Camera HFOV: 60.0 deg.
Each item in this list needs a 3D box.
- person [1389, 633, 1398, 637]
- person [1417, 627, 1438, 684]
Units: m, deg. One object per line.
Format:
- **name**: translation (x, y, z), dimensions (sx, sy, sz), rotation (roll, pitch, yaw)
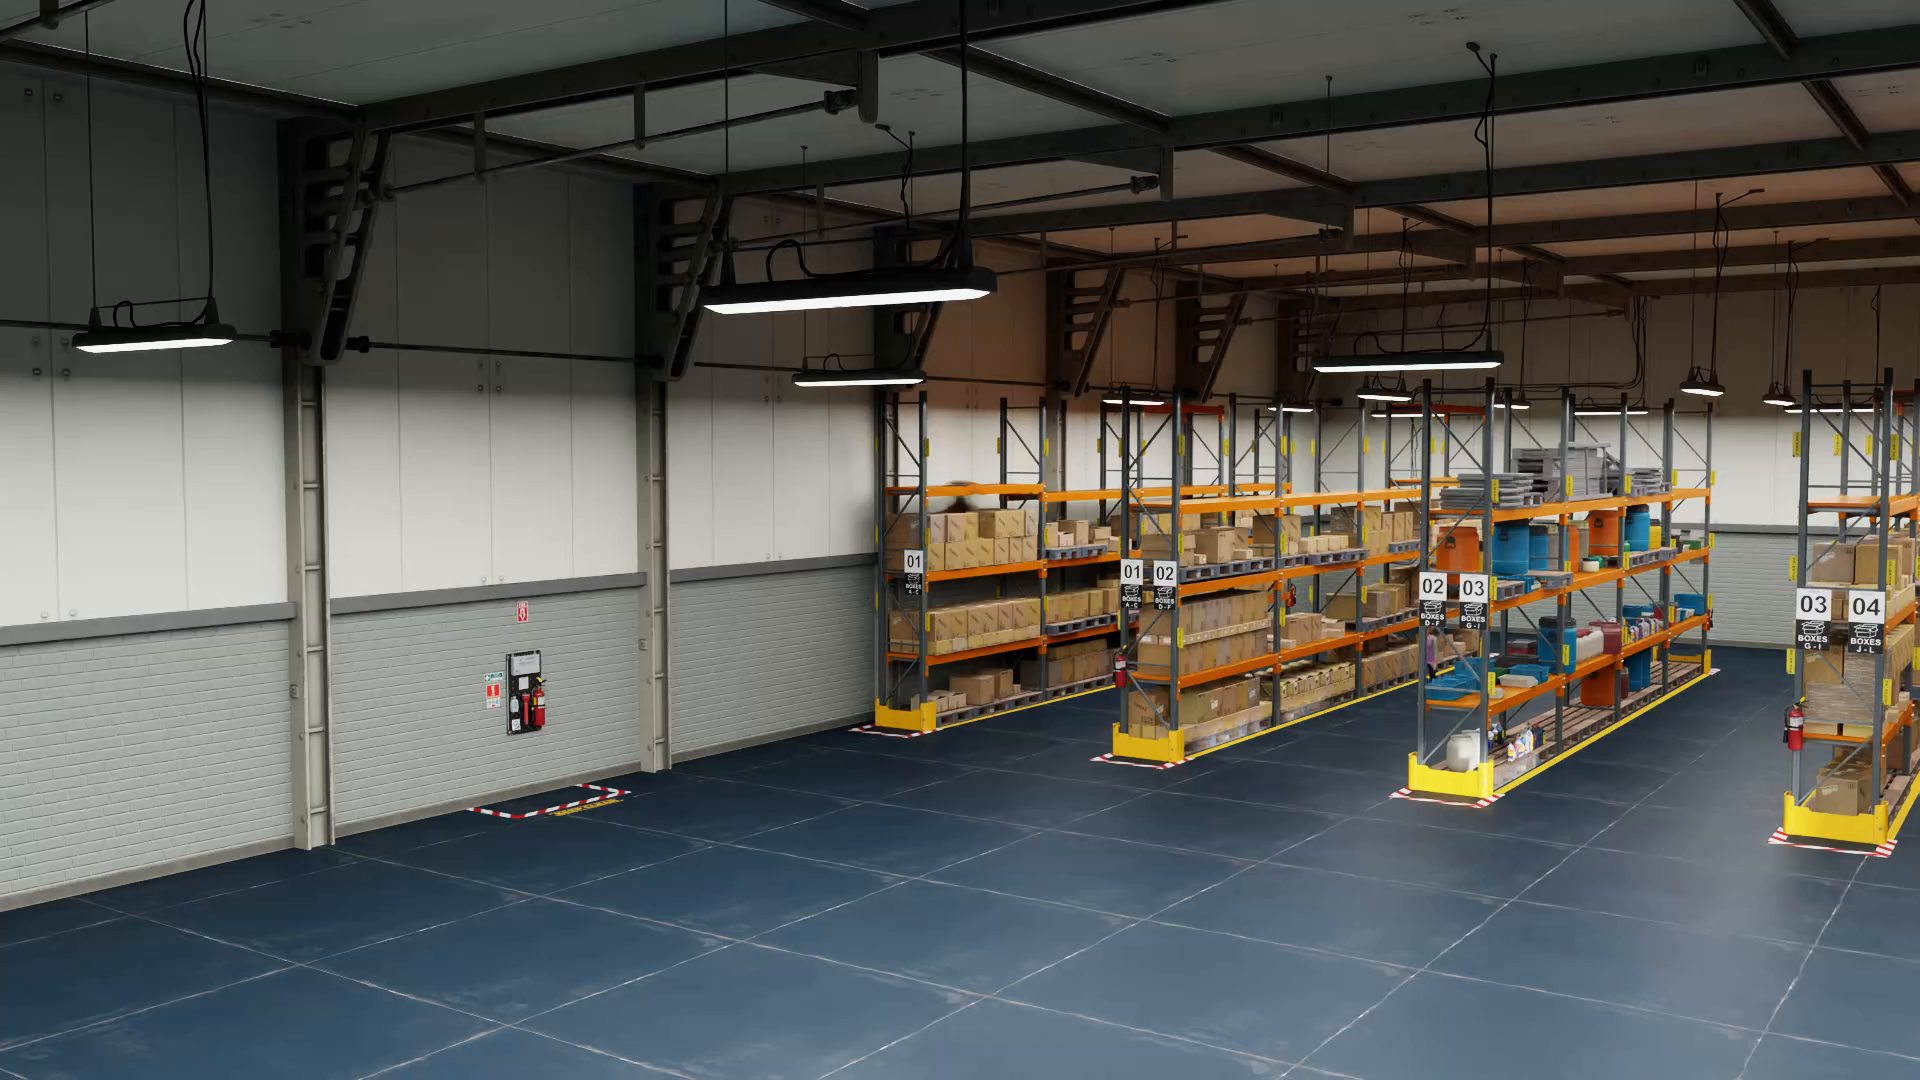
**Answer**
- **person**: translation (11.178, 1.763, 43.448), dimensions (0.562, 1.645, 0.880), rotation (1, 3, 11)
- **person**: translation (9.175, 2.401, 32.582), dimensions (0.414, 1.561, 0.736), rotation (1, 3, 23)
